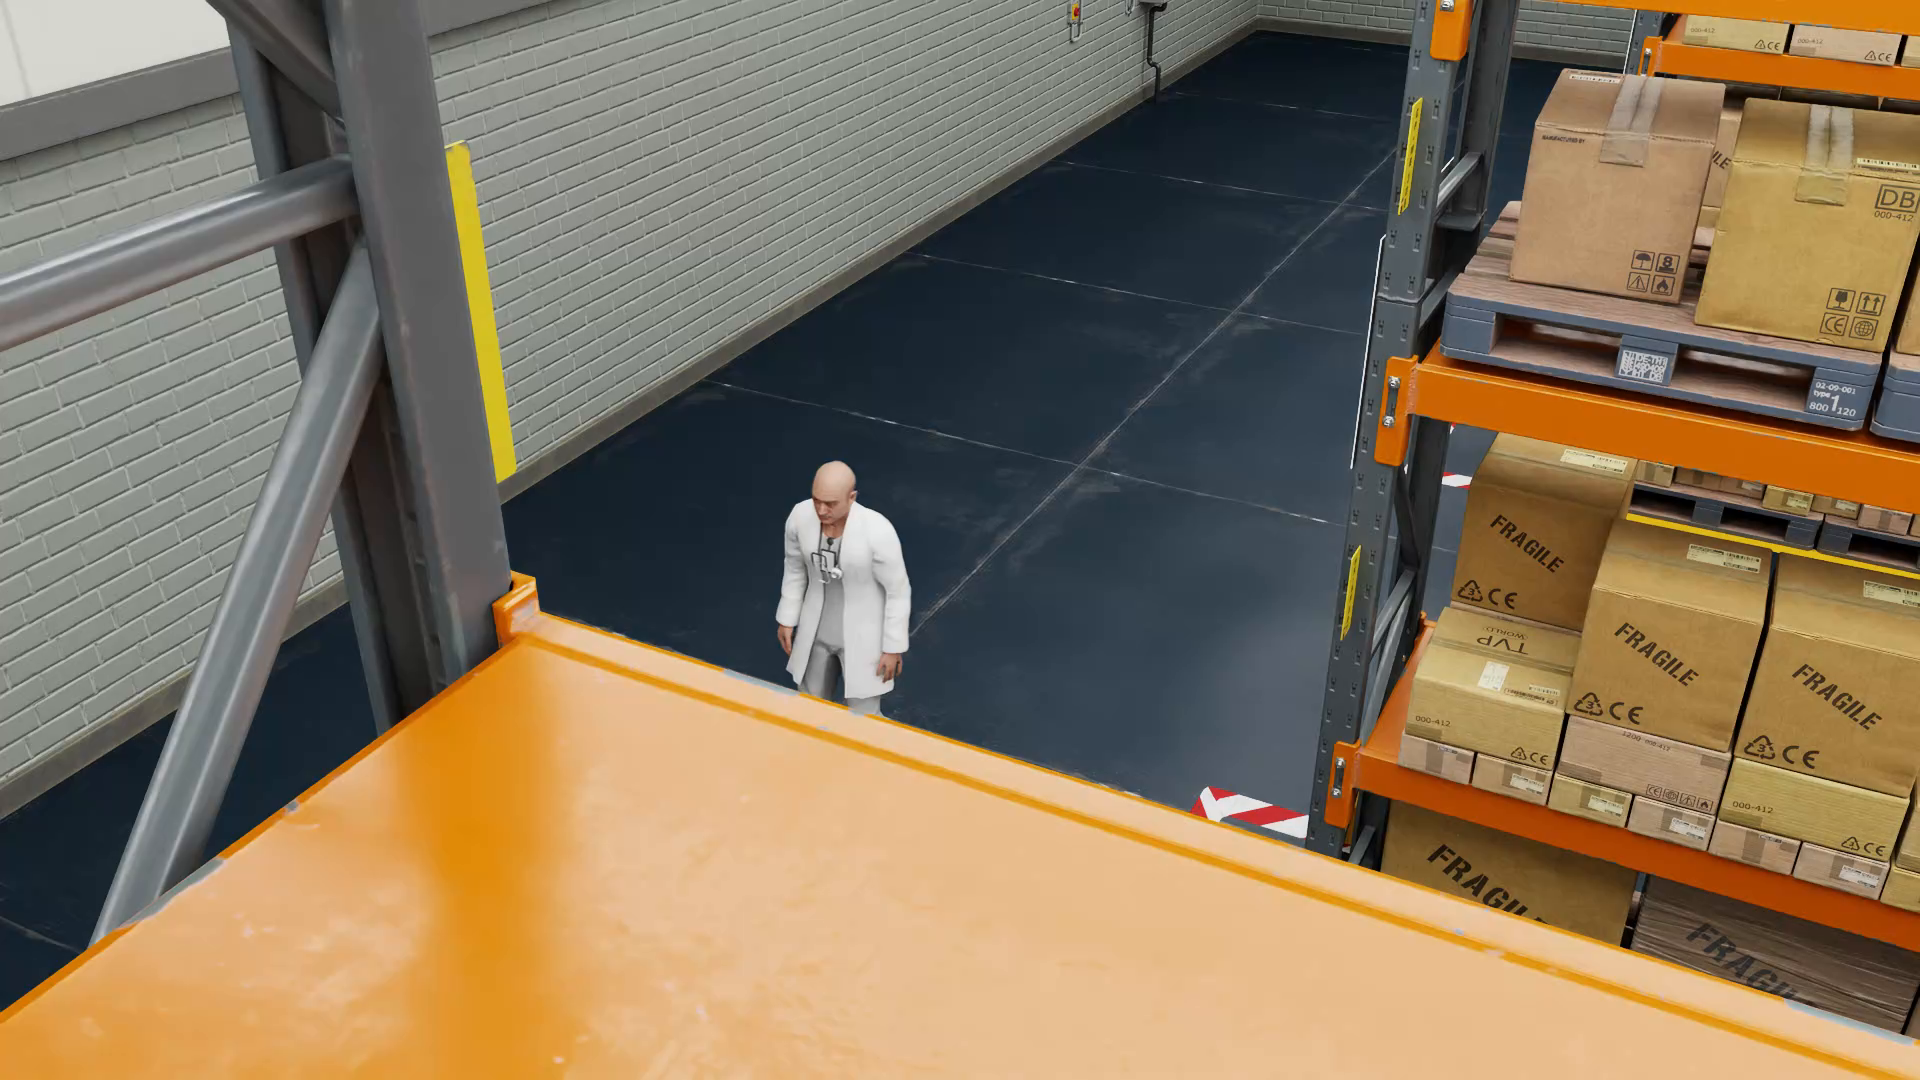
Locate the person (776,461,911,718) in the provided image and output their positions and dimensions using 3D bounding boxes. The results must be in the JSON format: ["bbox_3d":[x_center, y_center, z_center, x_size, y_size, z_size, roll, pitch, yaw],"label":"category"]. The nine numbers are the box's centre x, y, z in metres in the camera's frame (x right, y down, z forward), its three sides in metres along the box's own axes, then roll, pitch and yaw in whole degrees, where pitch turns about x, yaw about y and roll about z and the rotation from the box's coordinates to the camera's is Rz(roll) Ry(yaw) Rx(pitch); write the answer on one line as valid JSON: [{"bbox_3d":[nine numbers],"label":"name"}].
[{"bbox_3d":[-0.522,0.427,7.395,0.652,1.774,0.416,14,32,22],"label":"person"}]
